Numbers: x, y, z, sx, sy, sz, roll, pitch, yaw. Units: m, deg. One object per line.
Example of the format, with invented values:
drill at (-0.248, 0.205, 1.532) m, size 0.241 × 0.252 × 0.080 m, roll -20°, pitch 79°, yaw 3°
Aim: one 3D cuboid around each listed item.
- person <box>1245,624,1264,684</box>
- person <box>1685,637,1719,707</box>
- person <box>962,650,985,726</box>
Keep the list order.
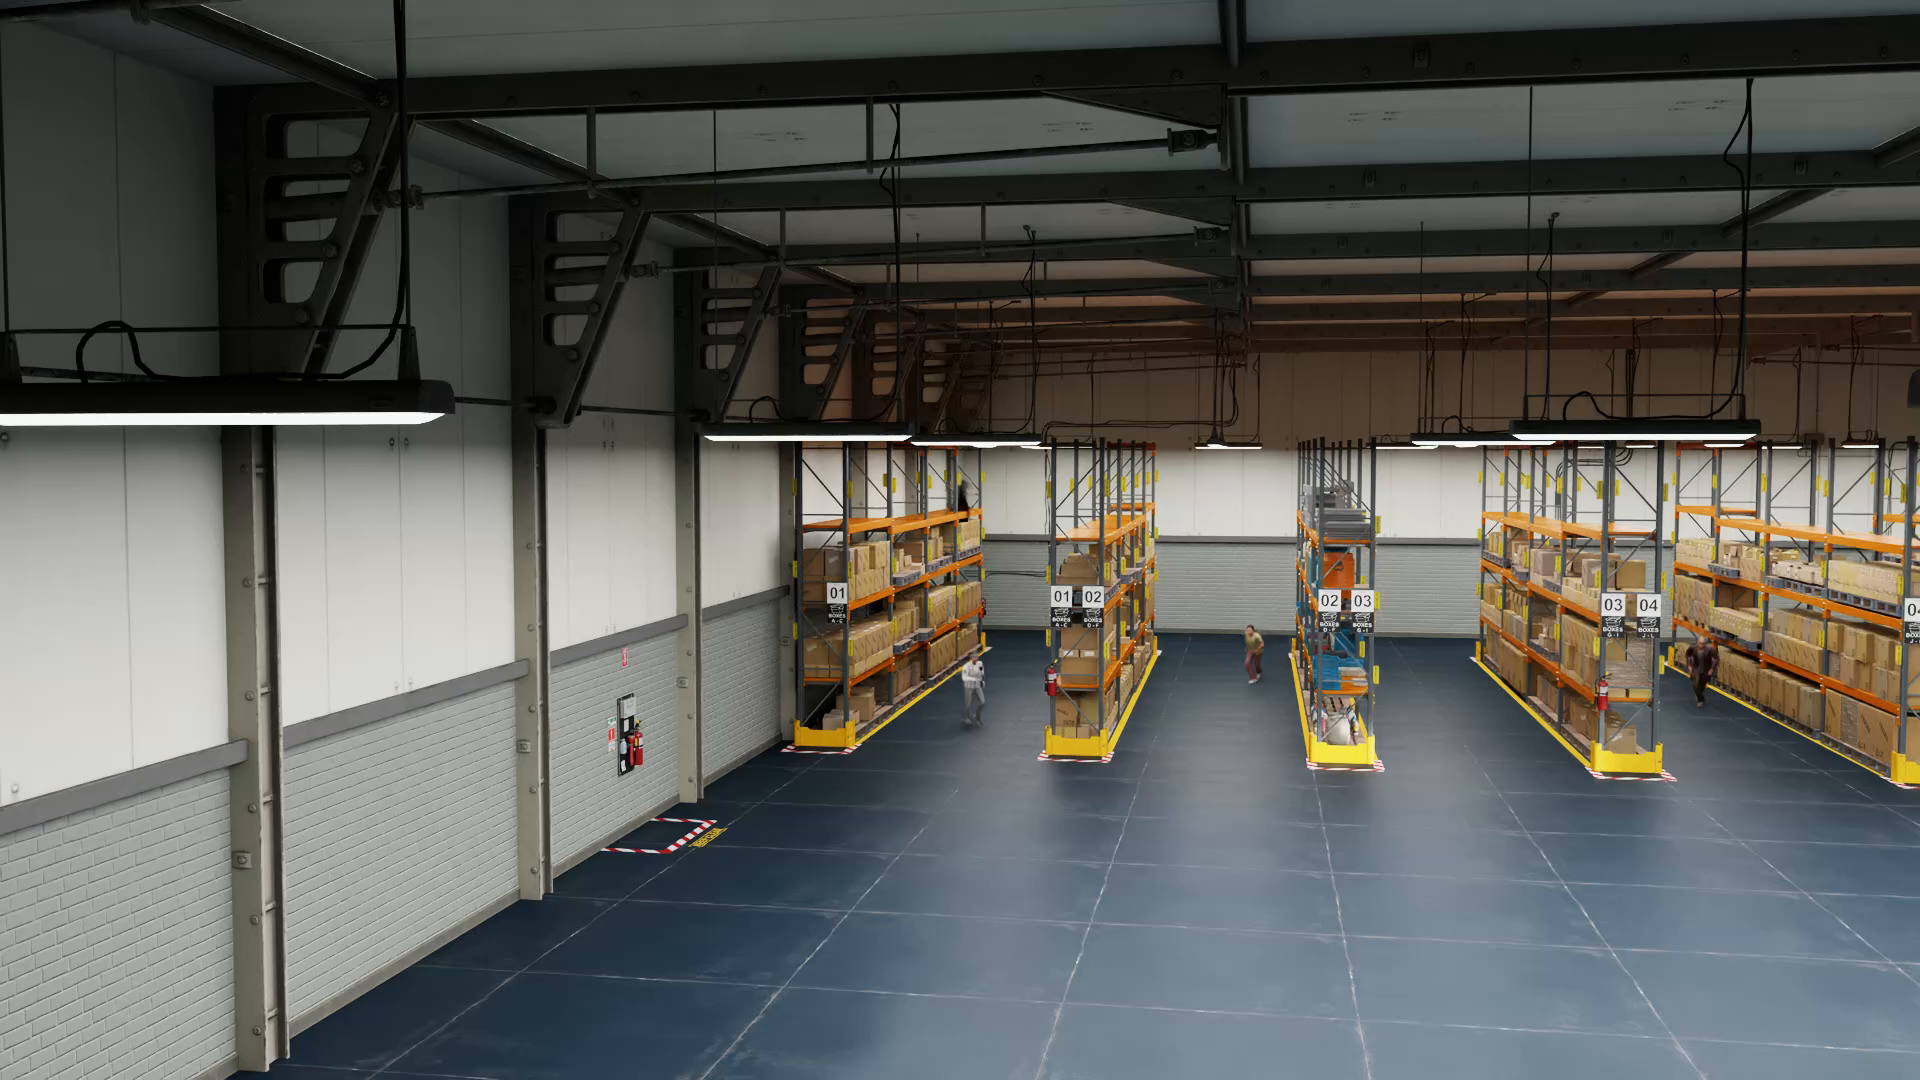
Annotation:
person at (7.373, 2.800, 41.313) m, size 0.563 × 1.485 × 1.072 m, roll 2°, pitch 4°, yaw 32°
person at (16.728, 2.945, 37.485) m, size 0.711 × 1.603 × 1.047 m, roll 1°, pitch 3°, yaw 26°
person at (0.282, 3.082, 34.685) m, size 0.602 × 1.615 × 0.917 m, roll -1°, pitch 3°, yaw -19°
